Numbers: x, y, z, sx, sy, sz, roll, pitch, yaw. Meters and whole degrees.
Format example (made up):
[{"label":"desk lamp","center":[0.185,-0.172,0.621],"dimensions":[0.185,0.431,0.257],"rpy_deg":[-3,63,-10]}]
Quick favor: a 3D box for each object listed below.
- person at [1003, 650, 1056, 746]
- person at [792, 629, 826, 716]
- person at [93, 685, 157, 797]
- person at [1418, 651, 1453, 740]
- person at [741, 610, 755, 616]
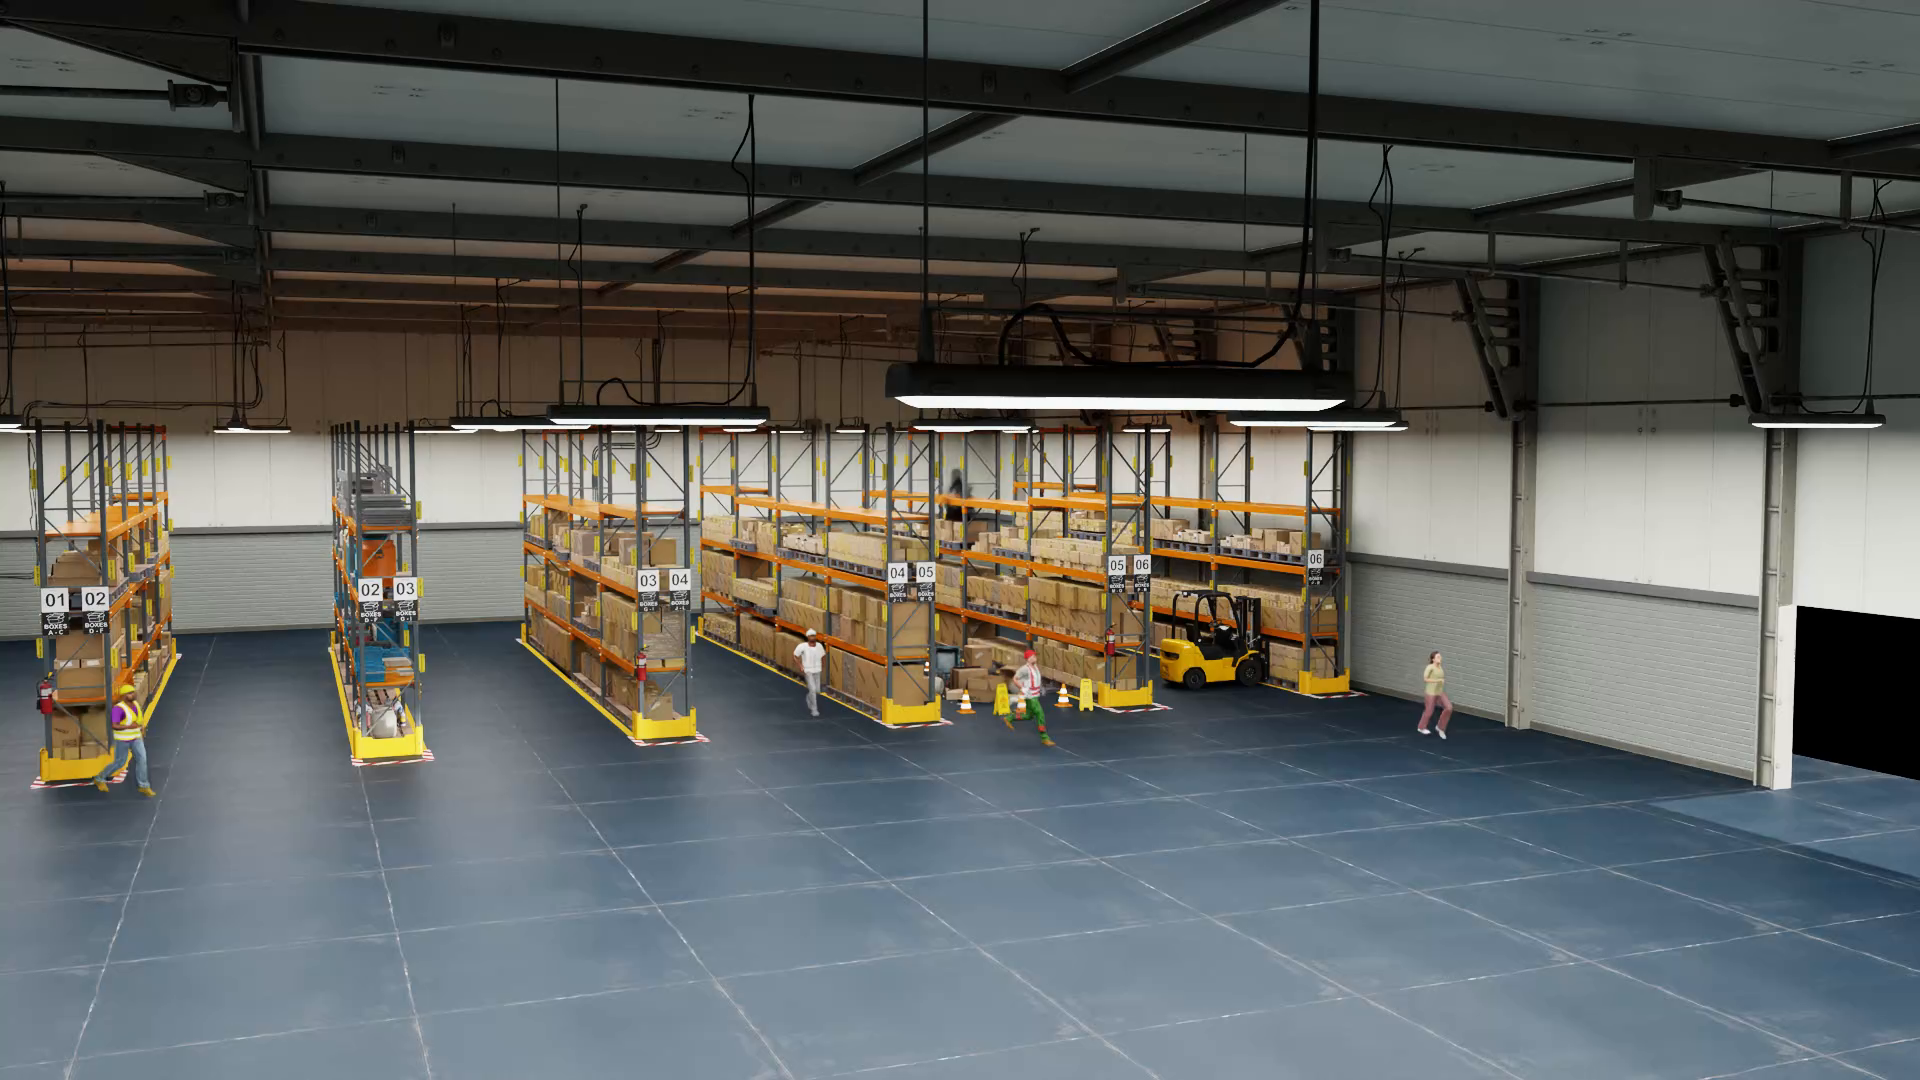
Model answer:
[{"label":"person","center":[1.292,2.923,30.979],"dimensions":[1.104,1.774,0.630],"rpy_deg":[1,4,23]},{"label":"person","center":[-3.080,2.709,34.253],"dimensions":[0.707,1.754,0.777],"rpy_deg":[-2,4,-30]},{"label":"person","center":[-13.261,3.185,26.428],"dimensions":[0.980,1.794,0.711],"rpy_deg":[1,4,14]},{"label":"person","center":[8.949,2.931,31.499],"dimensions":[0.562,1.677,0.748],"rpy_deg":[-2,4,-29]},{"label":"person","center":[-6.277,1.818,49.461],"dimensions":[0.586,1.683,0.645],"rpy_deg":[3,5,39]}]
